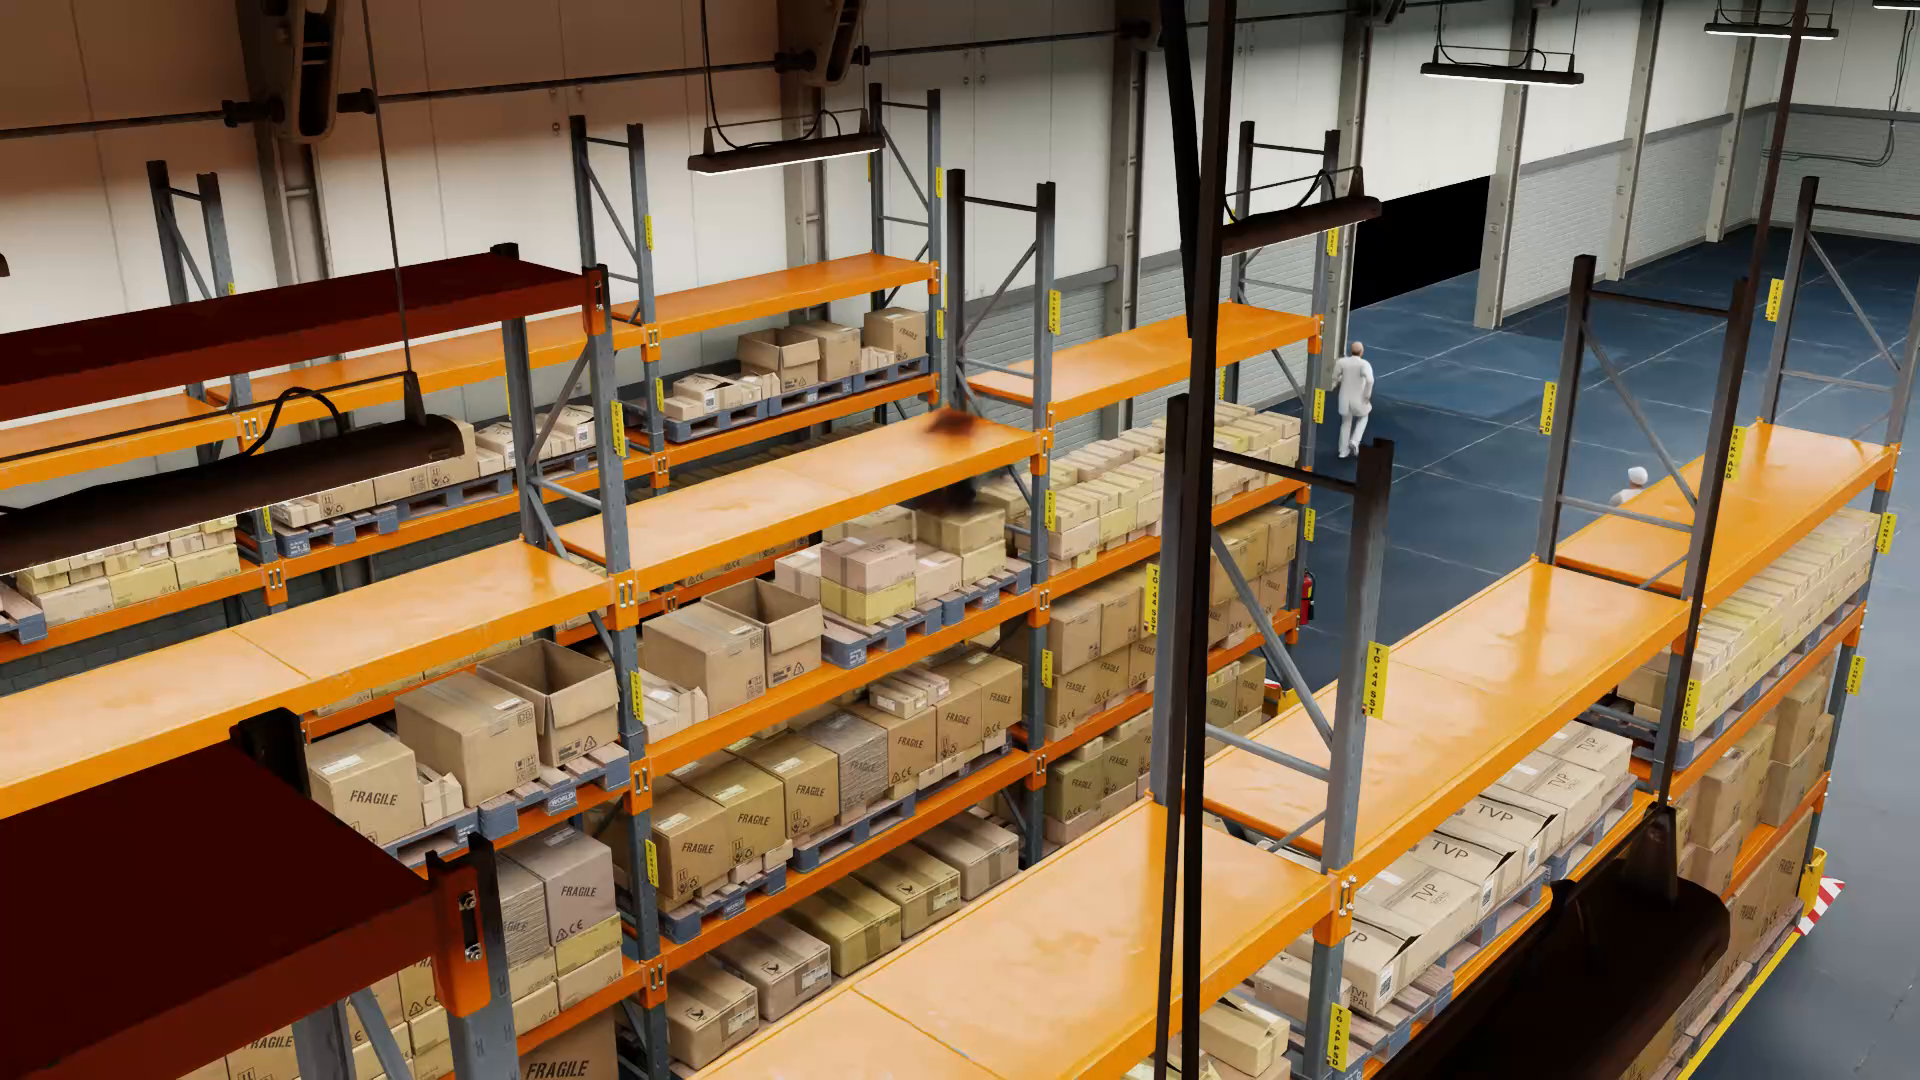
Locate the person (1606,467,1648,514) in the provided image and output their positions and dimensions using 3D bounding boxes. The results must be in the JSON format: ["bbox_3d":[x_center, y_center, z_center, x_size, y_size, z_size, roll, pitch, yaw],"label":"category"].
[{"bbox_3d":[7.838,0.011,19.496,0.635,1.824,0.814,0,21,0],"label":"person"}]

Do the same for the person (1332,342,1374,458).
[{"bbox_3d":[5.931,-2.115,25.061,0.698,1.792,0.766,11,24,27],"label":"person"}]
